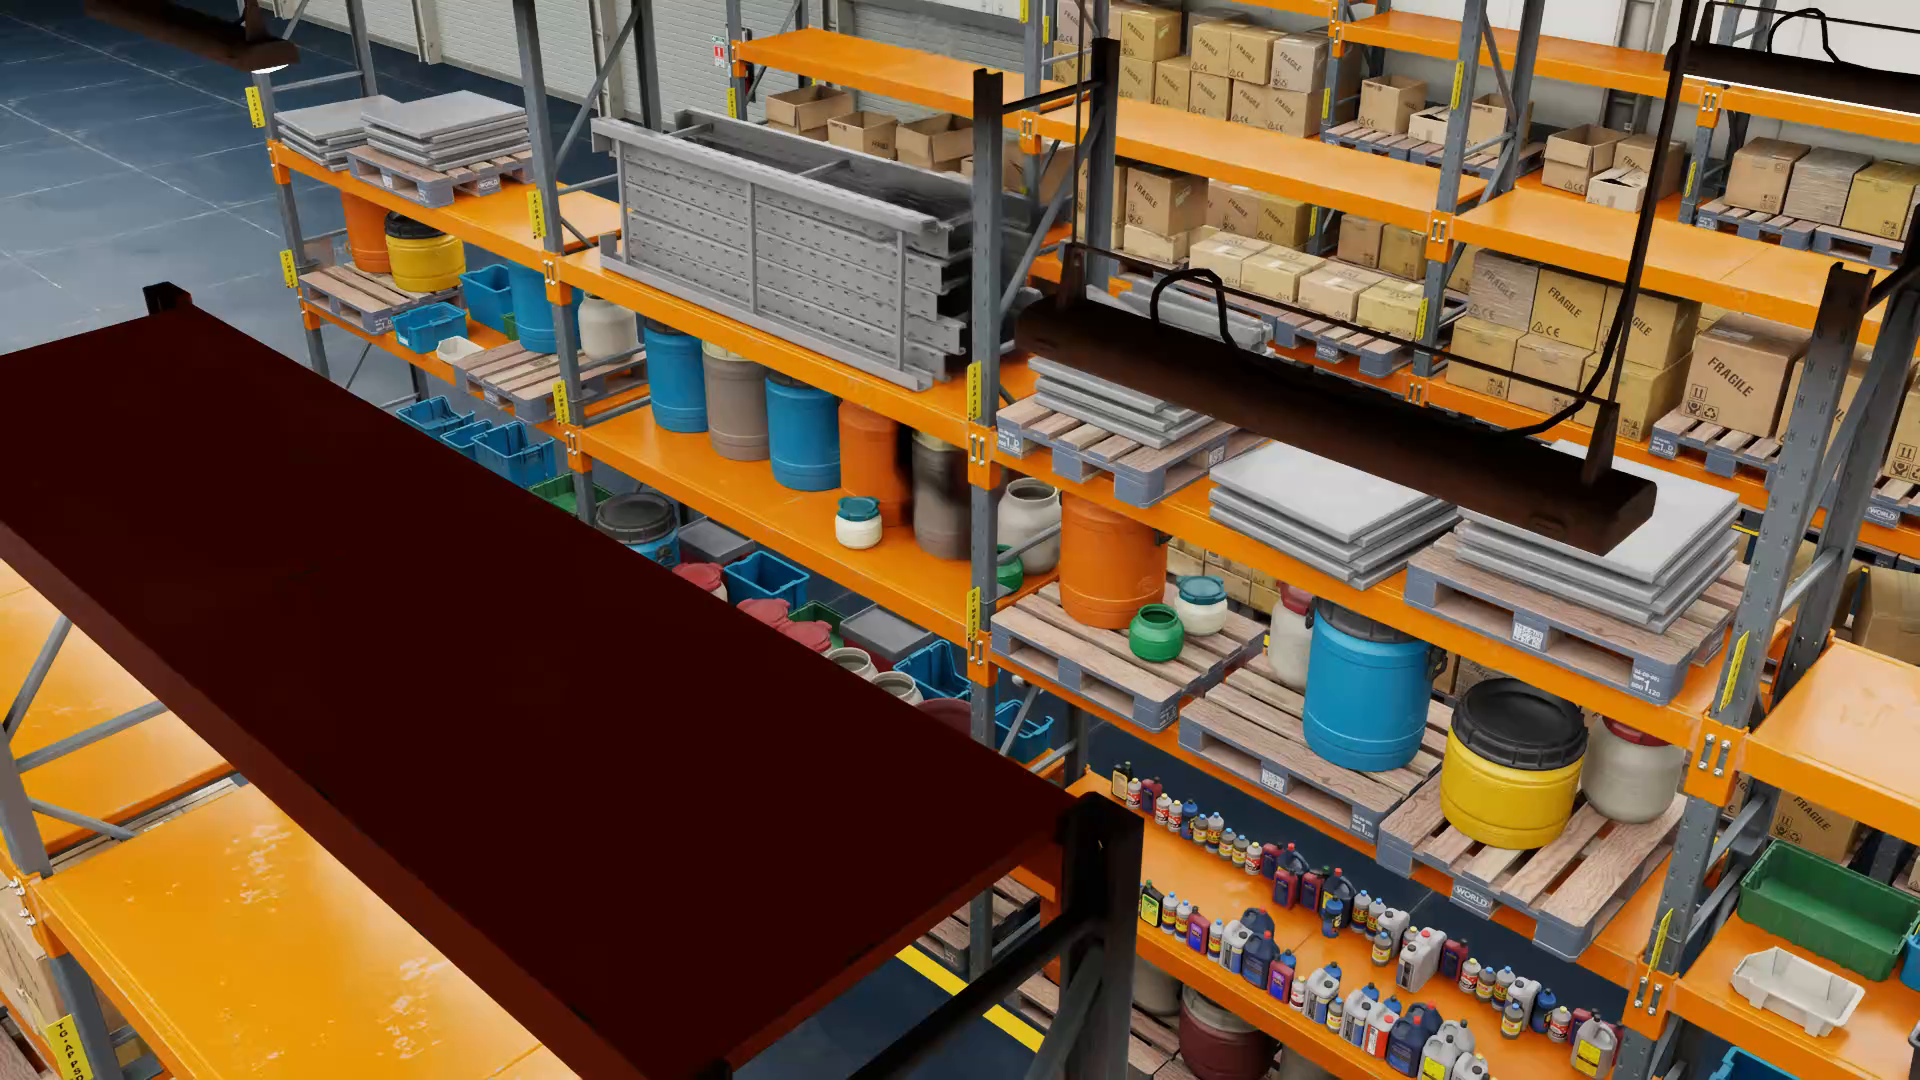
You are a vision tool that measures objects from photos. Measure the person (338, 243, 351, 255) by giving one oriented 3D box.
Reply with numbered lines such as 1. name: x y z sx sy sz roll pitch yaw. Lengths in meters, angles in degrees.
1. person: -7.174 -3.286 20.259 0.675 1.774 0.650 -13 32 -21

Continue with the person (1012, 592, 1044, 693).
1. person: 0.640 0.527 13.041 0.564 1.640 0.580 18 34 29
